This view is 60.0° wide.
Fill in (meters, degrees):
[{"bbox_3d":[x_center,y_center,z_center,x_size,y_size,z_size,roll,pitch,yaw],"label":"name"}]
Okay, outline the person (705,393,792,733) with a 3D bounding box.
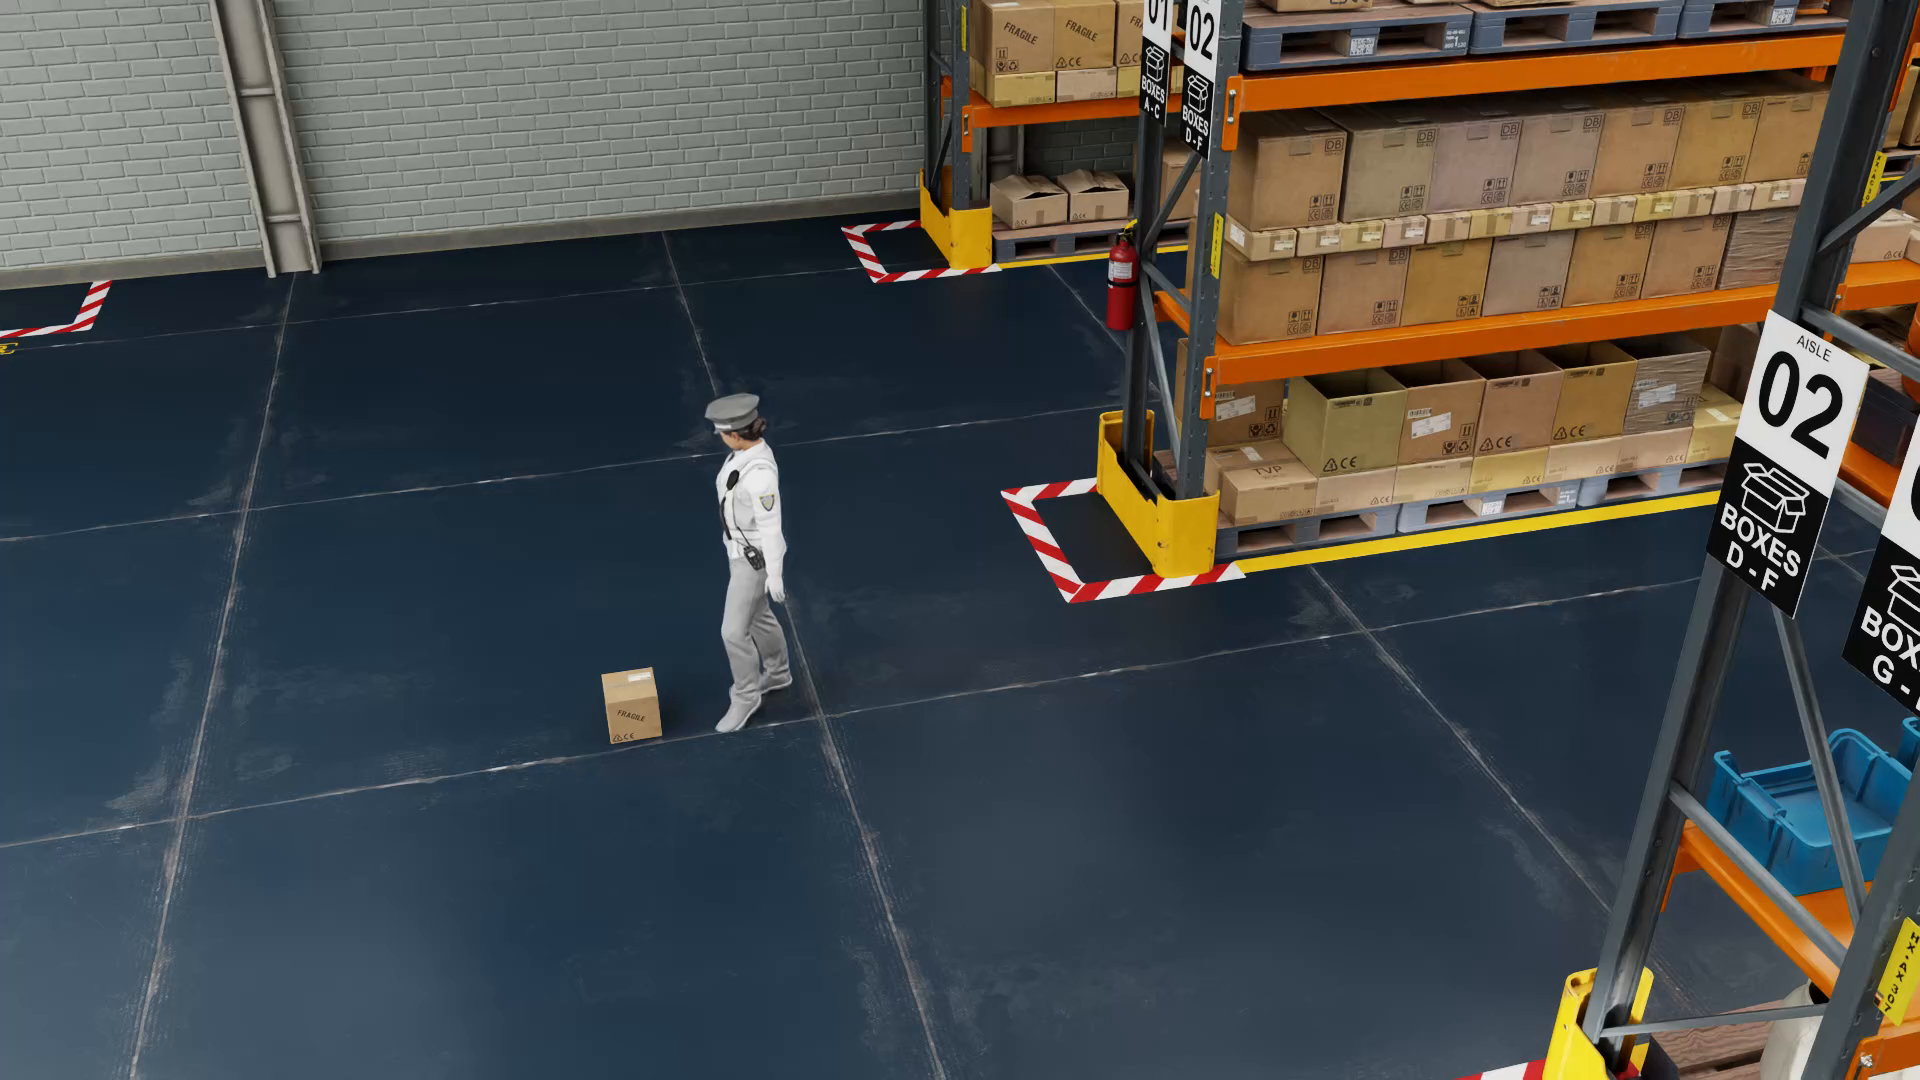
[{"bbox_3d":[-1.057,0.112,8.056,0.436,1.724,0.521,-8,31,-13],"label":"person"}]
